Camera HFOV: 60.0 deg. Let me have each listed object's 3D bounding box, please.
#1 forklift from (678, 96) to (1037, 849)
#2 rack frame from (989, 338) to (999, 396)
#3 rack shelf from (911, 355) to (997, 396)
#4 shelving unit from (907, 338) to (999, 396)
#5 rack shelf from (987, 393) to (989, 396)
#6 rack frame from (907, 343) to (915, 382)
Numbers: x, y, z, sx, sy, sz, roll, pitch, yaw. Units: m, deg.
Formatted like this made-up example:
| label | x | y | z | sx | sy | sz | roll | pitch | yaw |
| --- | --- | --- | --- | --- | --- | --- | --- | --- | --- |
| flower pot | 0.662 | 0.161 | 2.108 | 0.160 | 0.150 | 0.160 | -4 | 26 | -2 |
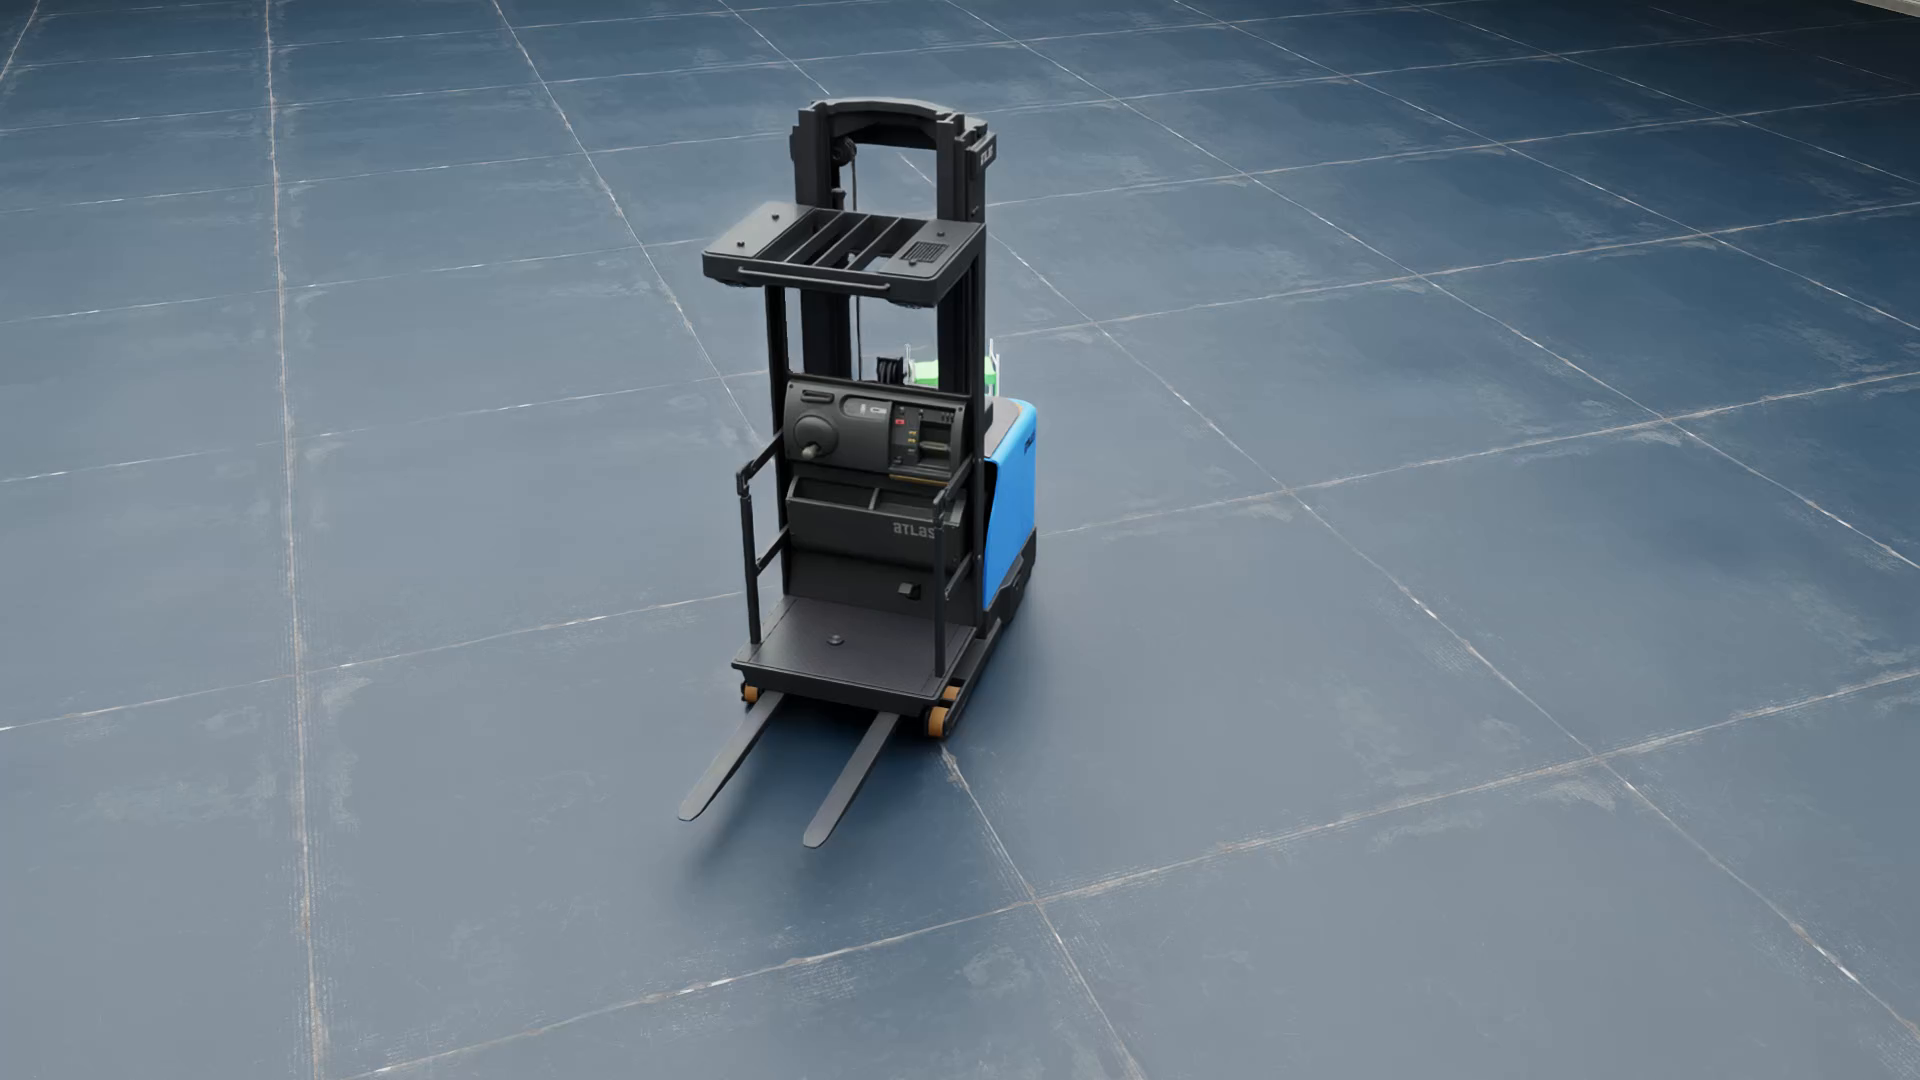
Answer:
| label | x | y | z | sx | sy | sz | roll | pitch | yaw |
| --- | --- | --- | --- | --- | --- | --- | --- | --- | --- |
| forklift | -0.489 | -0.495 | 8.008 | 1.130 | 2.935 | 3.031 | 9 | 31 | 15 |
| rack frame | 0.200 | -0.603 | 9.947 | 0.015 | 1.200 | 0.240 | -4 | 30 | -7 |
| rack shelf | -0.041 | -0.946 | 9.709 | 0.480 | 0.148 | 0.258 | -4 | 30 | -7 |
| shelving unit | -0.041 | -0.585 | 9.915 | 0.503 | 1.200 | 0.258 | -4 | 30 | -7 |
| rack shelf | -0.041 | -0.738 | 9.828 | 0.480 | 0.148 | 0.258 | -4 | 30 | -7 |
| rack frame | -0.282 | -0.567 | 9.883 | 0.015 | 1.200 | 0.240 | -4 | 30 | -7 |
